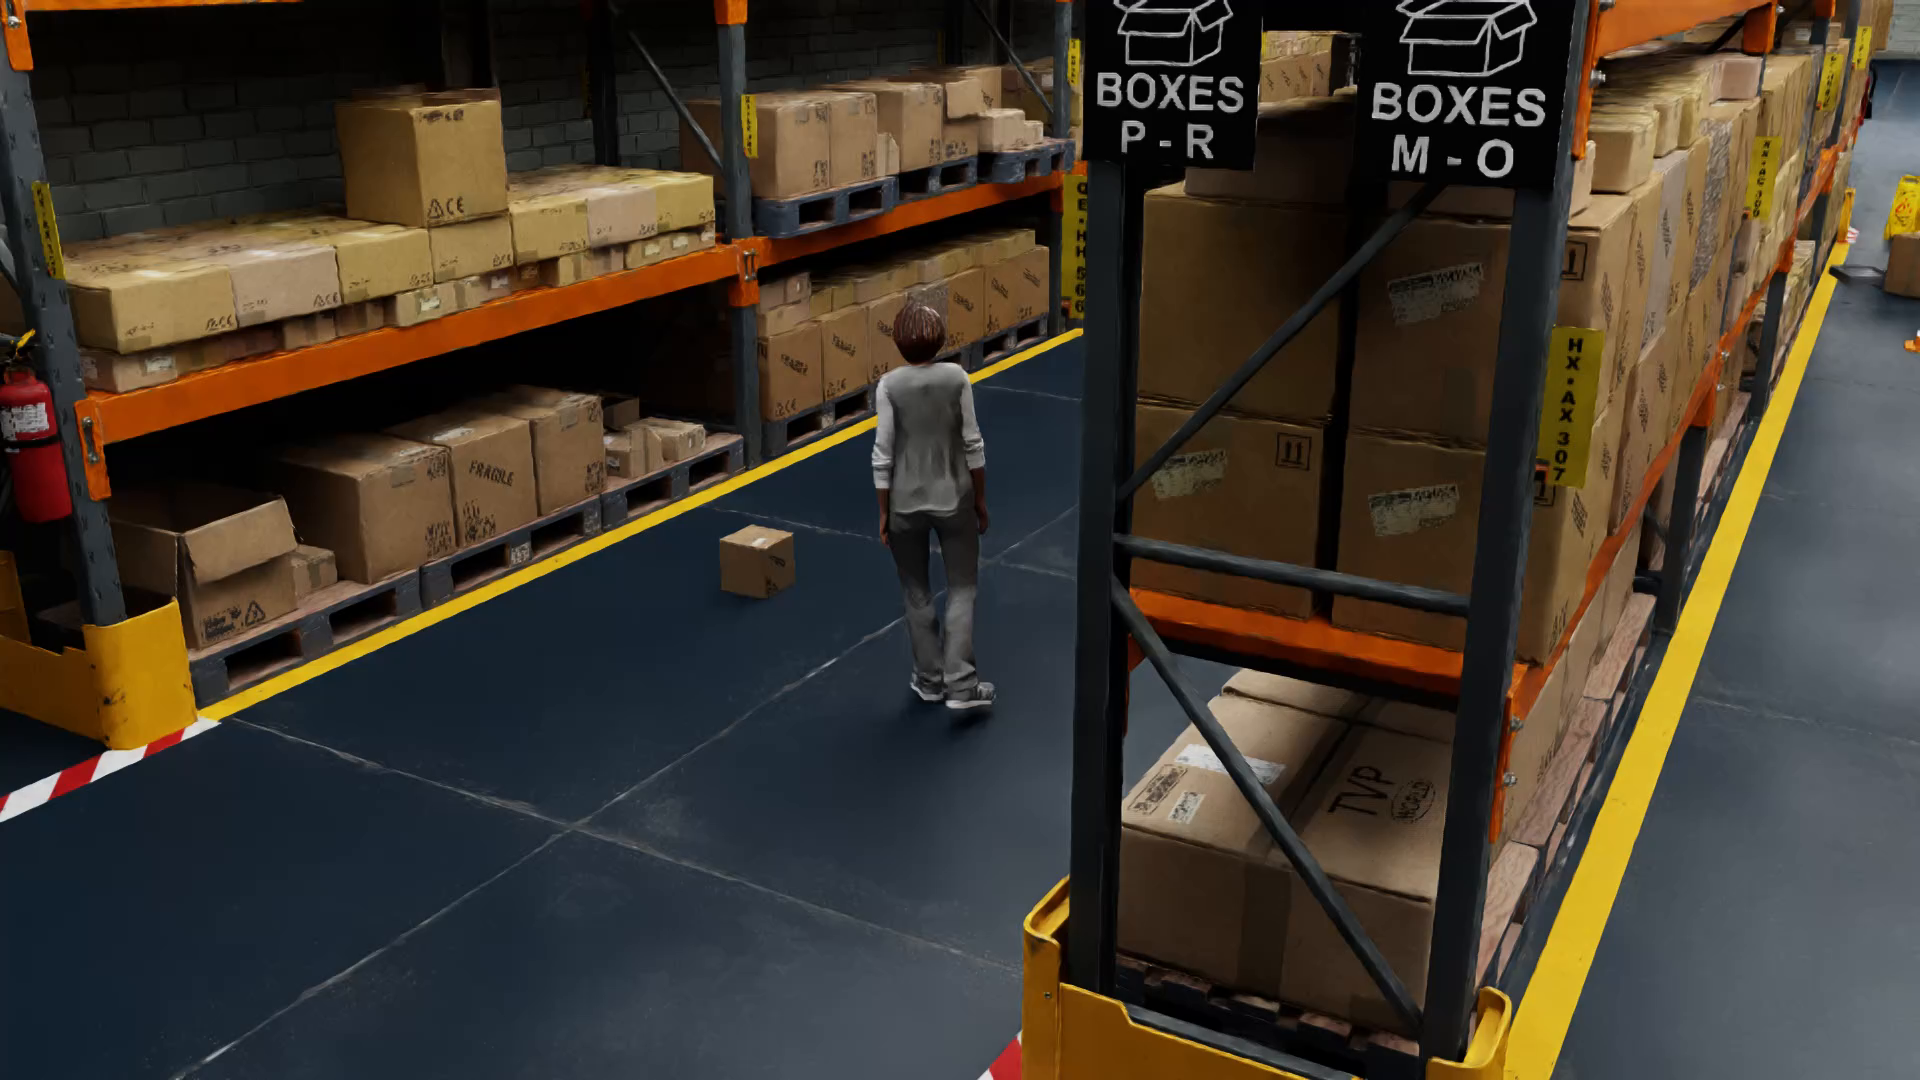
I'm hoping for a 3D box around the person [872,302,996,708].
[{"bbox_3d":[-0.098,-0.098,6.363,0.470,1.587,0.499,-2,20,-5],"label":"person"}]
